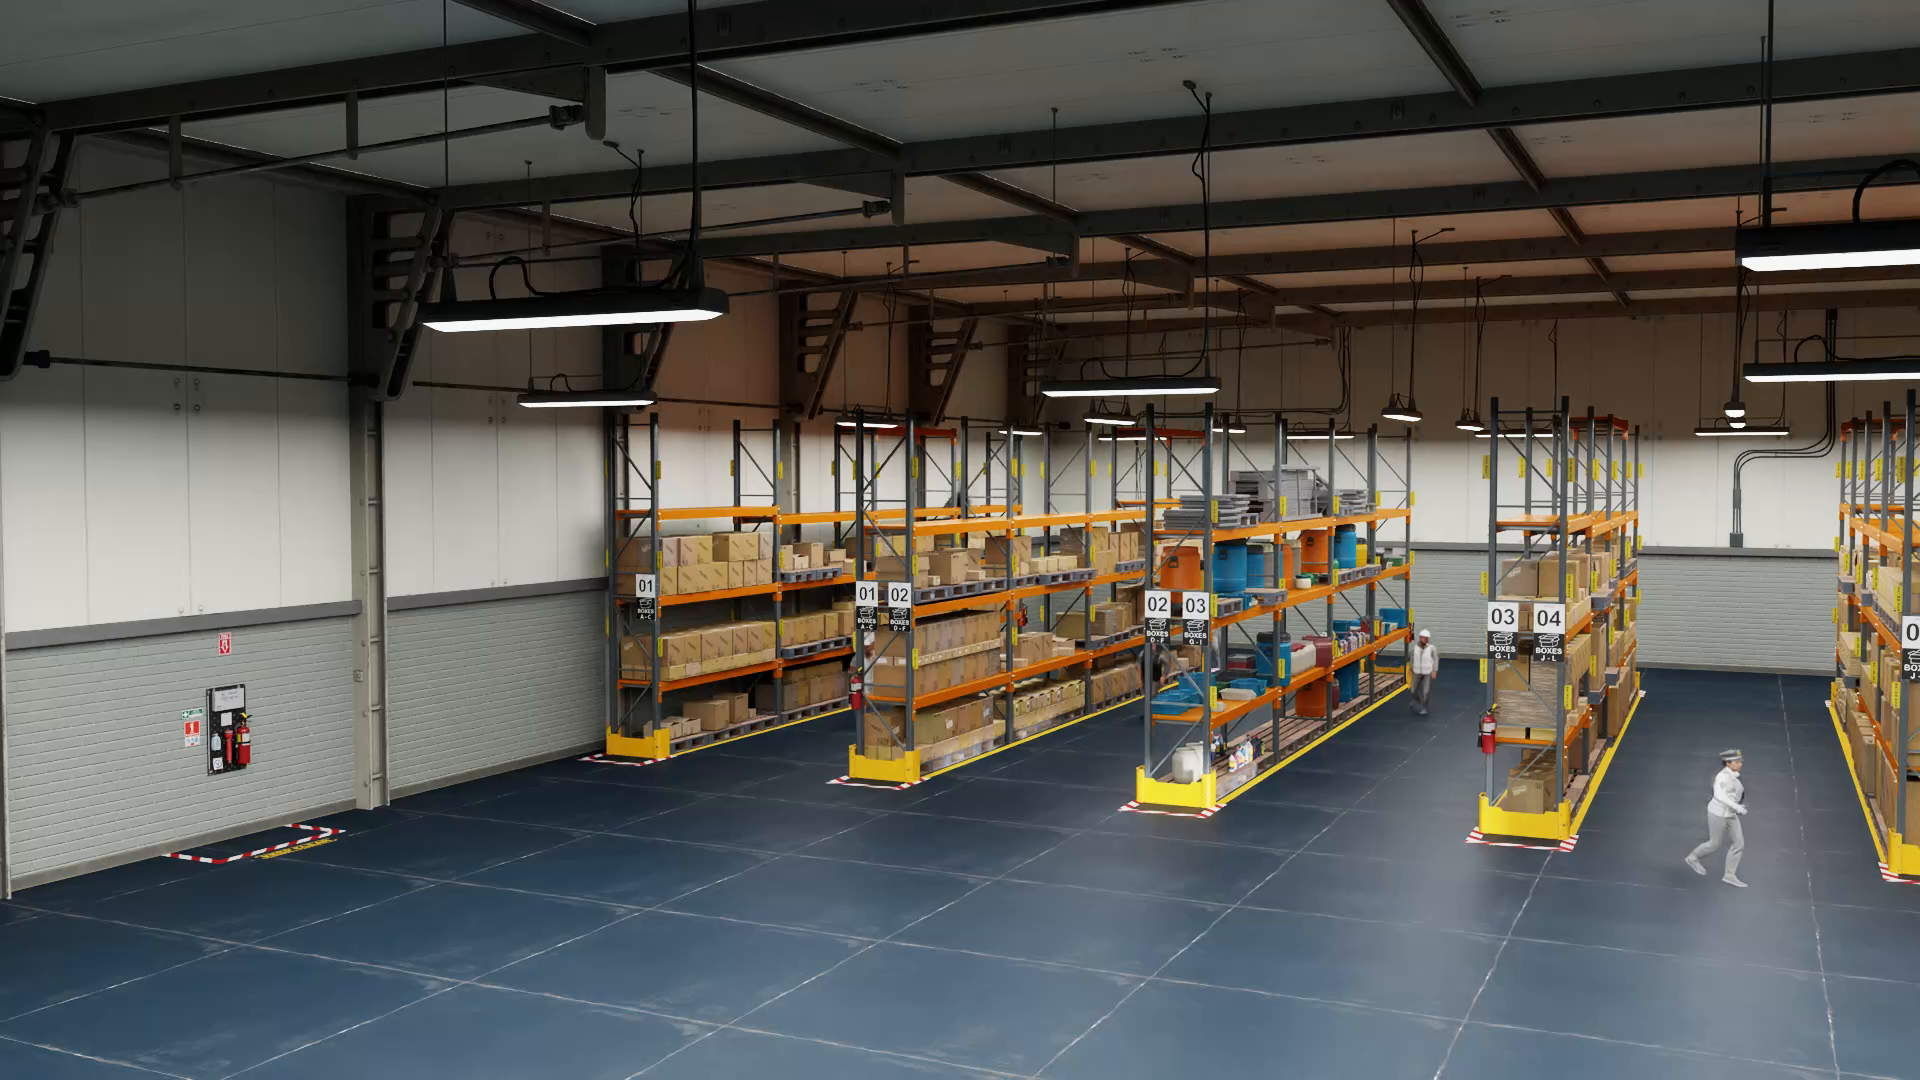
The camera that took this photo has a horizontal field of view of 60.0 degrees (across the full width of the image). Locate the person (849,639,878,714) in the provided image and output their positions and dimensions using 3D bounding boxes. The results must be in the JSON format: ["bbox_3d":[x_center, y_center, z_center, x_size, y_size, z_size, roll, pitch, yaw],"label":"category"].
[{"bbox_3d":[-1.773,2.791,32.650,0.714,1.716,0.786,-1,3,-27],"label":"person"}]

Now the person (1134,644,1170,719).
[{"bbox_3d":[3.762,2.812,32.997,0.718,1.656,0.853,2,3,37],"label":"person"}]

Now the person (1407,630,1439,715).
[{"bbox_3d":[9.495,2.696,34.068,0.695,1.735,0.661,1,3,32],"label":"person"}]

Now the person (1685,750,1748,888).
[{"bbox_3d":[9.141,3.325,20.109,0.585,1.653,0.804,-2,3,-39],"label":"person"}]

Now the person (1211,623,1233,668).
[{"bbox_3d":[6.592,2.449,42.451,0.654,1.609,1.096,0,2,-8],"label":"person"}]
